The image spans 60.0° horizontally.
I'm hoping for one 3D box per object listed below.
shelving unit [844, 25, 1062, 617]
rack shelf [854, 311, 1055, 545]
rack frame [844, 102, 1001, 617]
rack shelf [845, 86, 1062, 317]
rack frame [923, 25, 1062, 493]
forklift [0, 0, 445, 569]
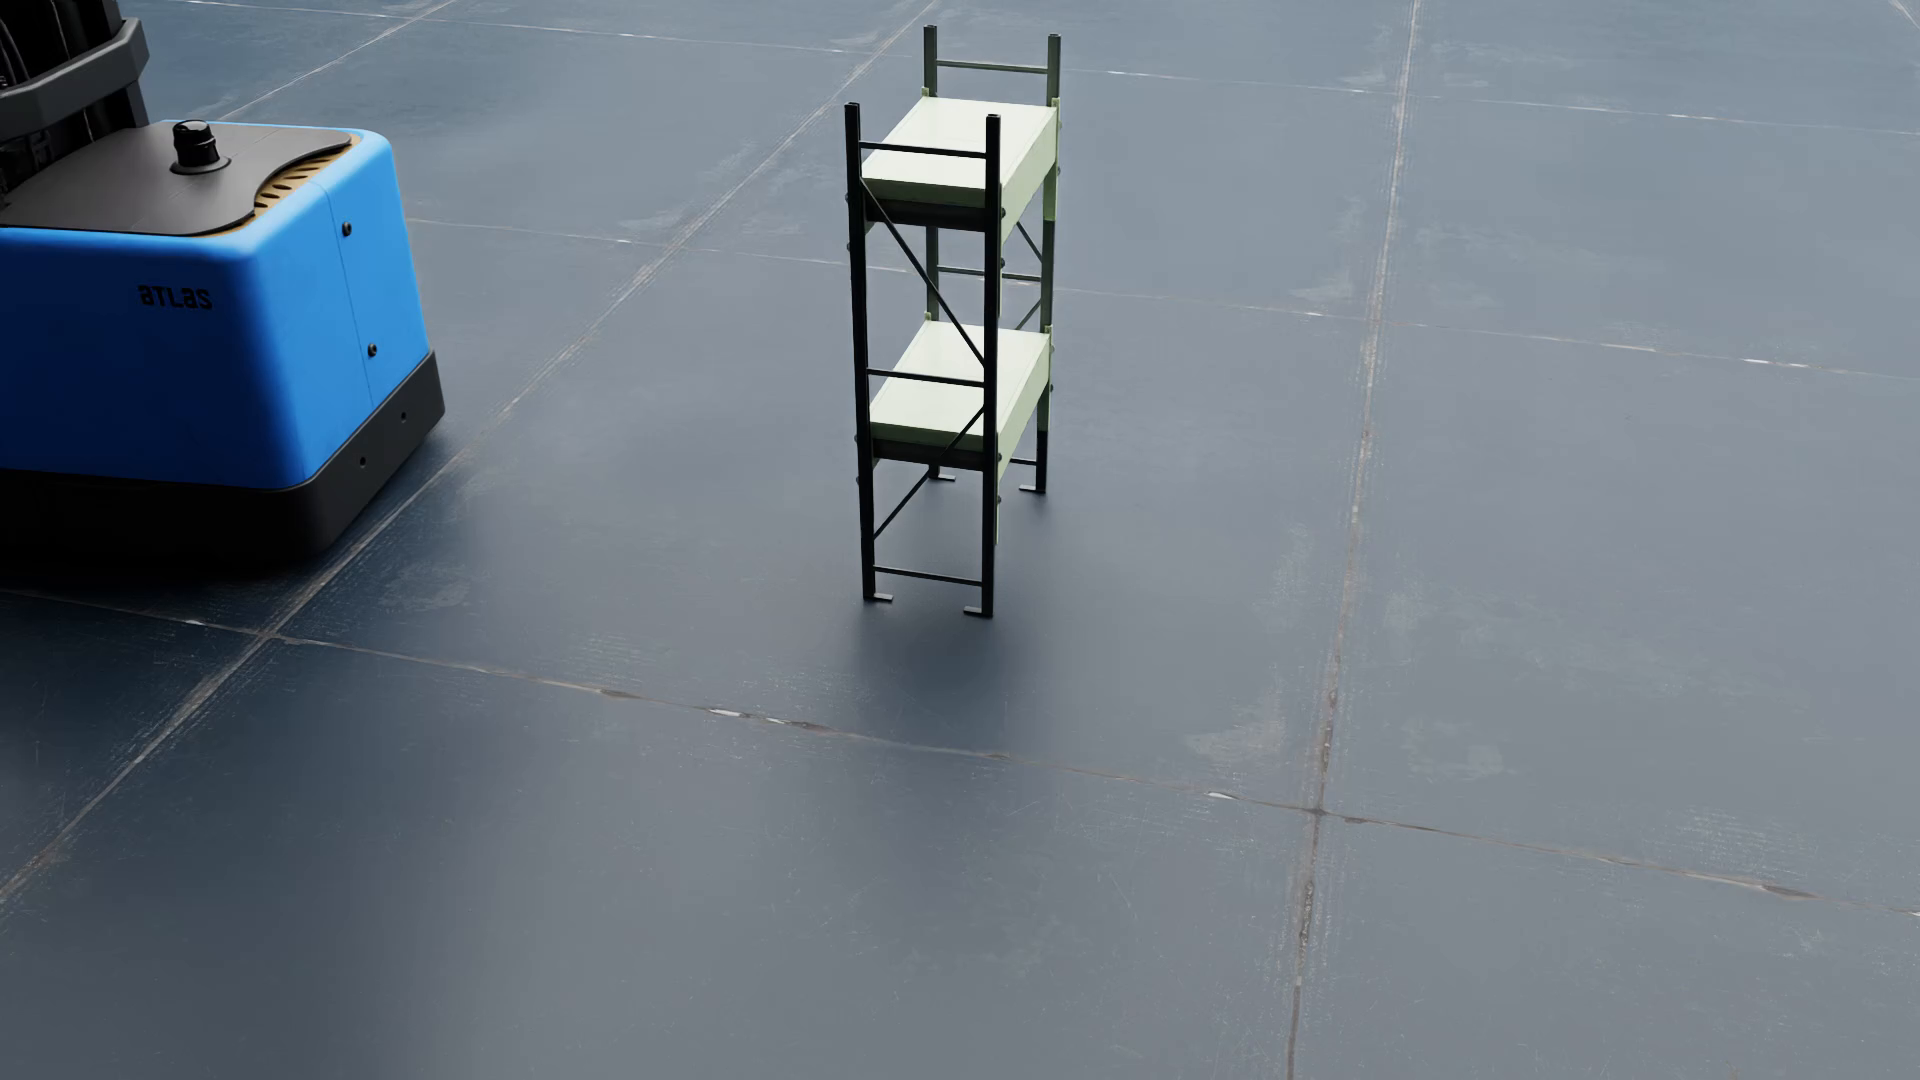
[{"bbox_3d":[-0.002,-0.629,4.842,0.431,1.500,0.755,8,33,12],"label":"shelving unit"},{"bbox_3d":[-0.002,-0.354,5.017,0.431,0.370,0.720,8,33,12],"label":"rack shelf"},{"bbox_3d":[-0.095,-0.440,4.543,0.400,1.500,0.023,8,33,12],"label":"rack frame"},{"bbox_3d":[-0.002,-0.959,4.633,0.431,0.370,0.720,8,33,12],"label":"rack shelf"},{"bbox_3d":[0.091,-0.819,5.141,0.400,1.500,0.023,8,33,12],"label":"rack frame"},{"bbox_3d":[-3.360,-1.504,4.884,3.031,2.935,1.130,5,33,7],"label":"forklift"}]
